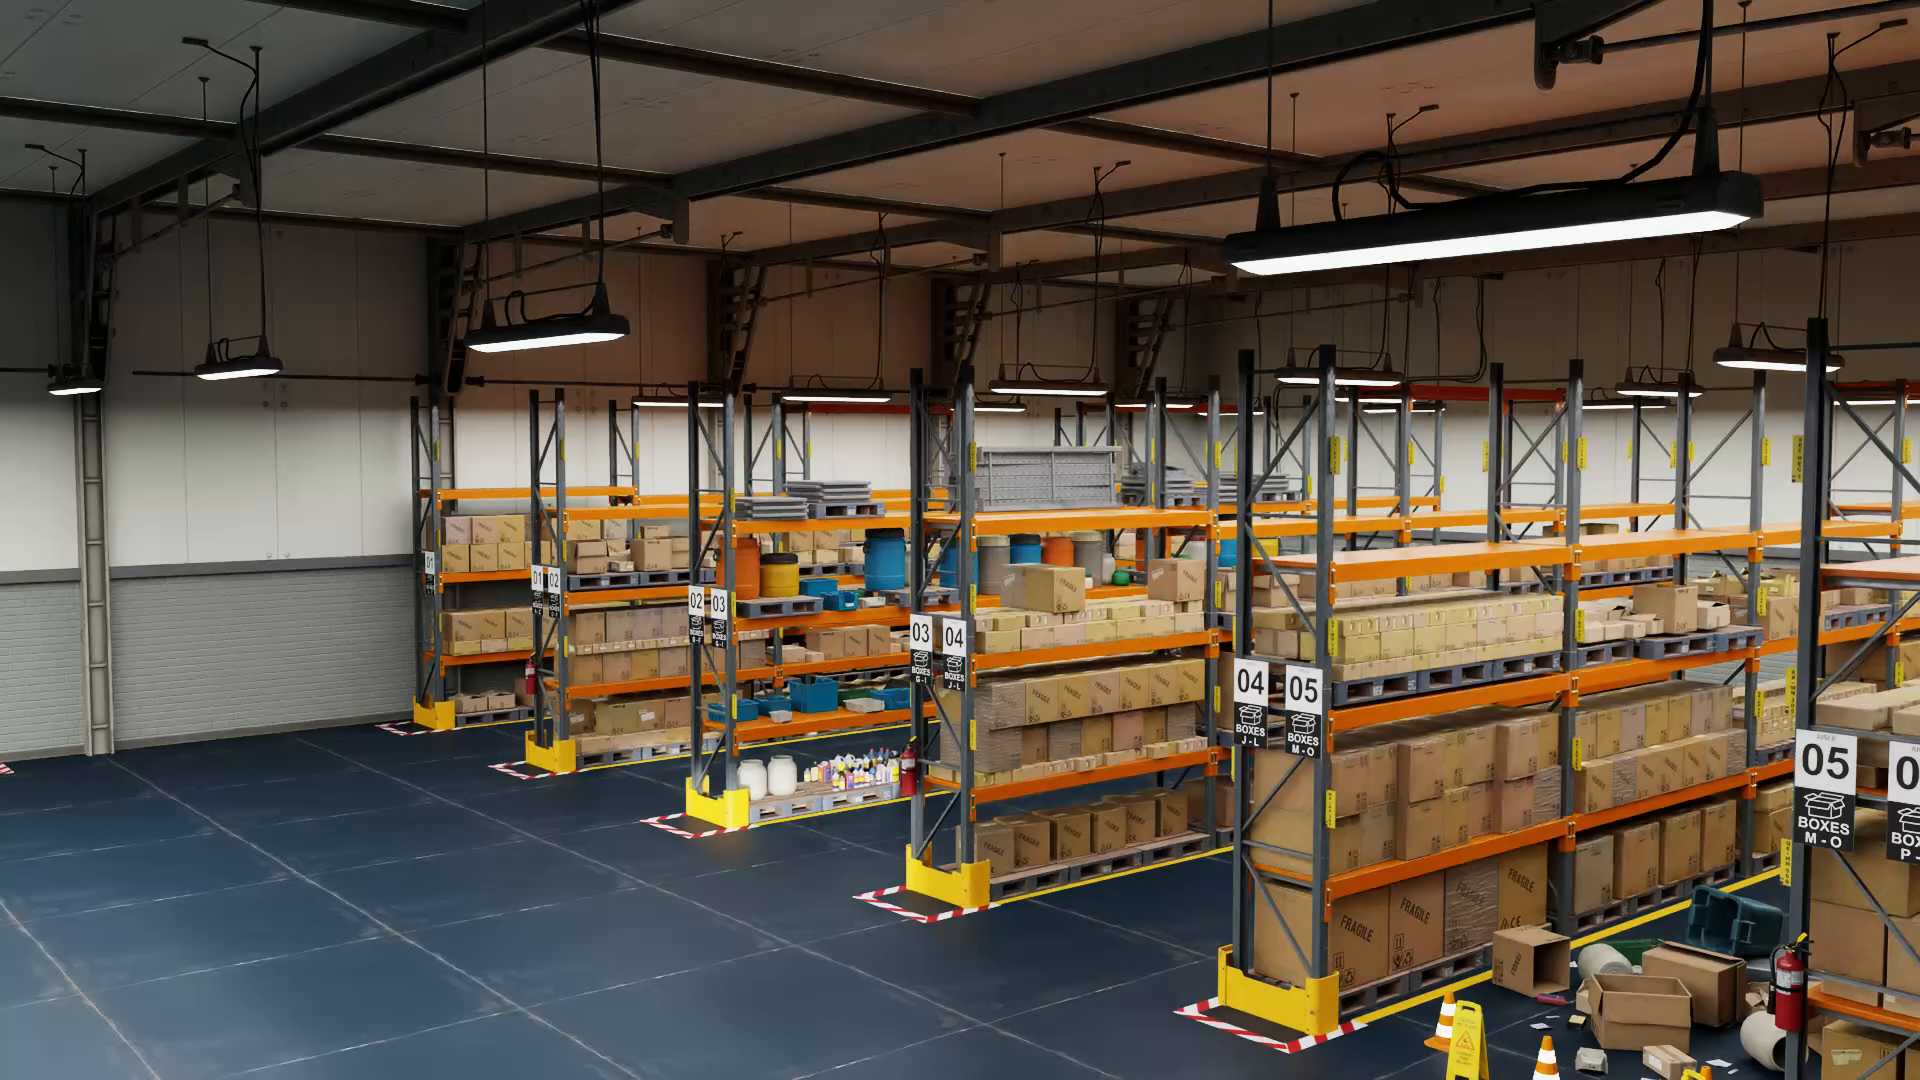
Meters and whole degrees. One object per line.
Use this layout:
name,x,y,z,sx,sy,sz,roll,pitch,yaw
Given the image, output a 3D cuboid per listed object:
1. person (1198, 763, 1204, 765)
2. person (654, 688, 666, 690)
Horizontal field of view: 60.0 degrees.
person,4.021,2.700,26.813,0.416,1.818,0.563,1,3,14
person,-5.693,2.524,31.593,0.506,1.635,0.446,0,3,-7
